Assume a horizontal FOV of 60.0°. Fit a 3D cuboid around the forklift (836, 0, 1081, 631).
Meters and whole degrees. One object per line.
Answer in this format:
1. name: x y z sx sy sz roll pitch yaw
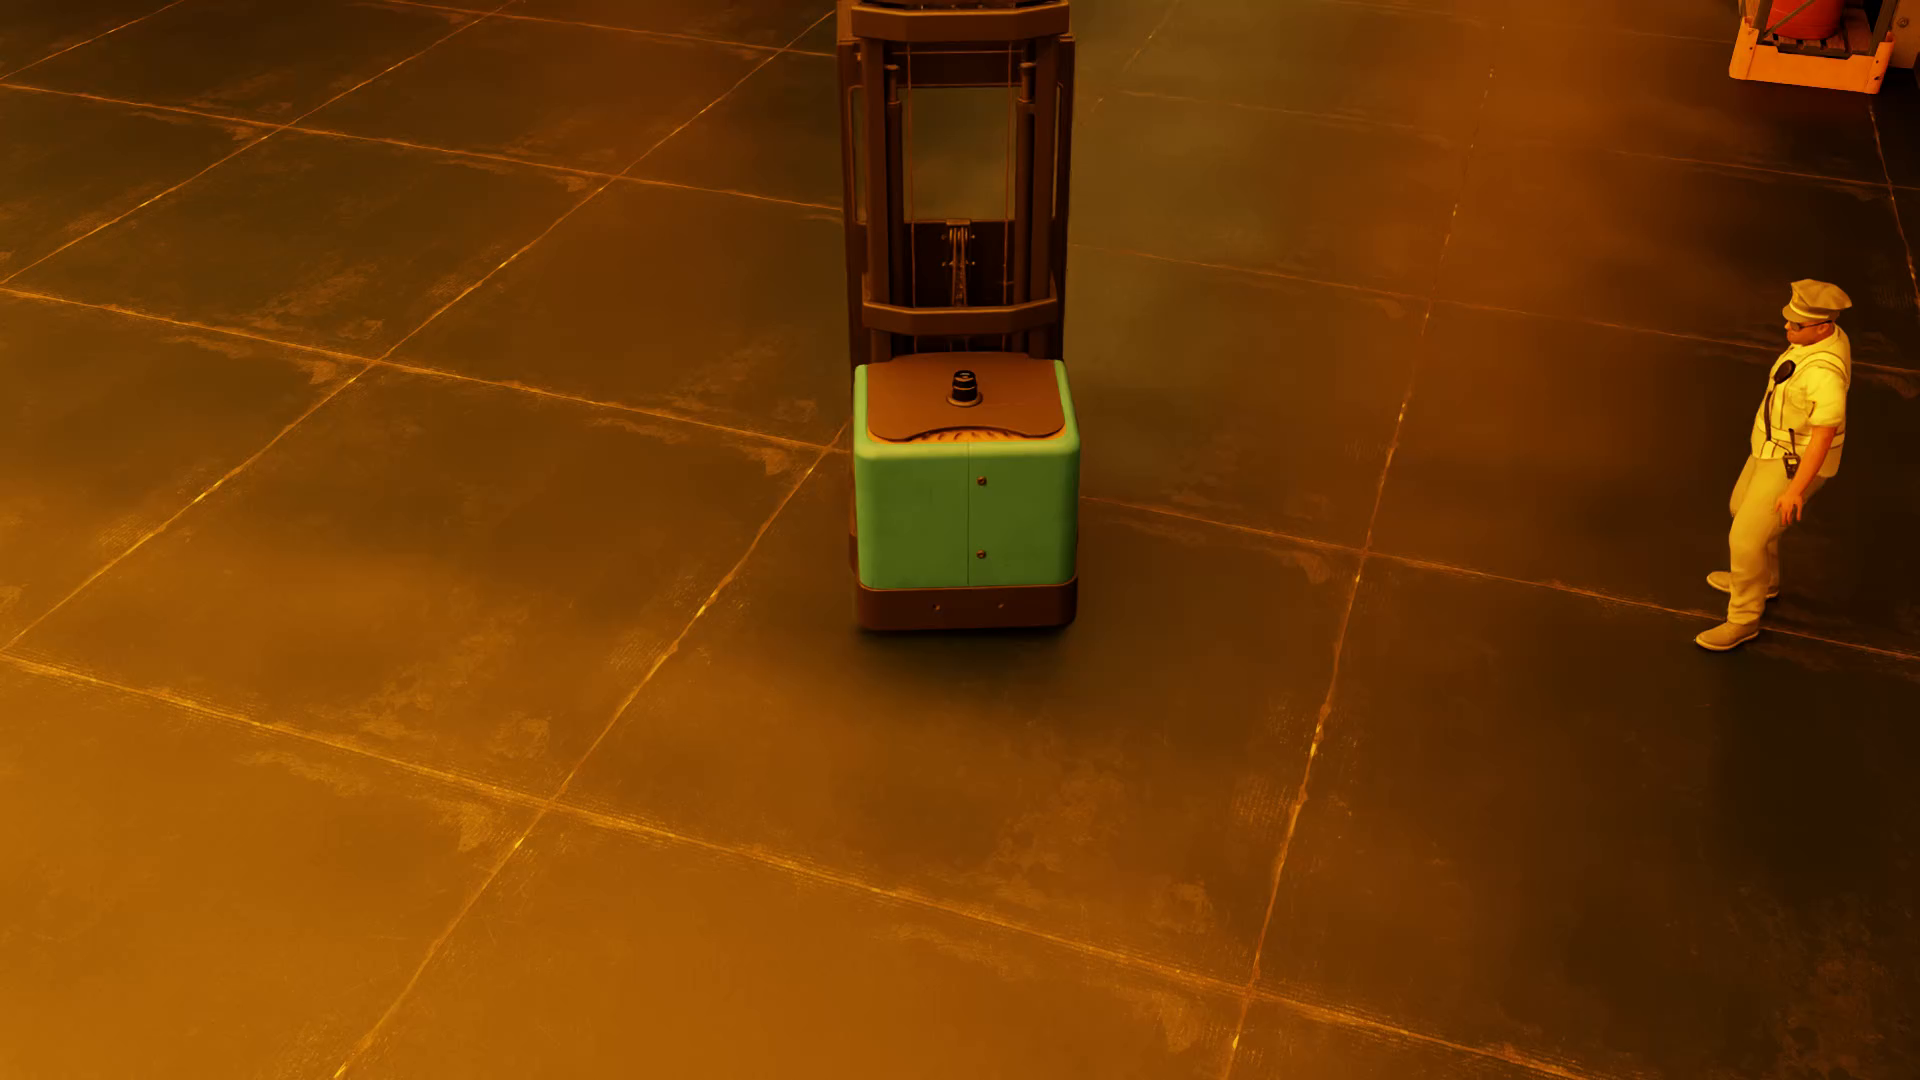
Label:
1. forklift: -0.032 -1.591 8.354 1.130 2.935 3.031 -2 35 -2
